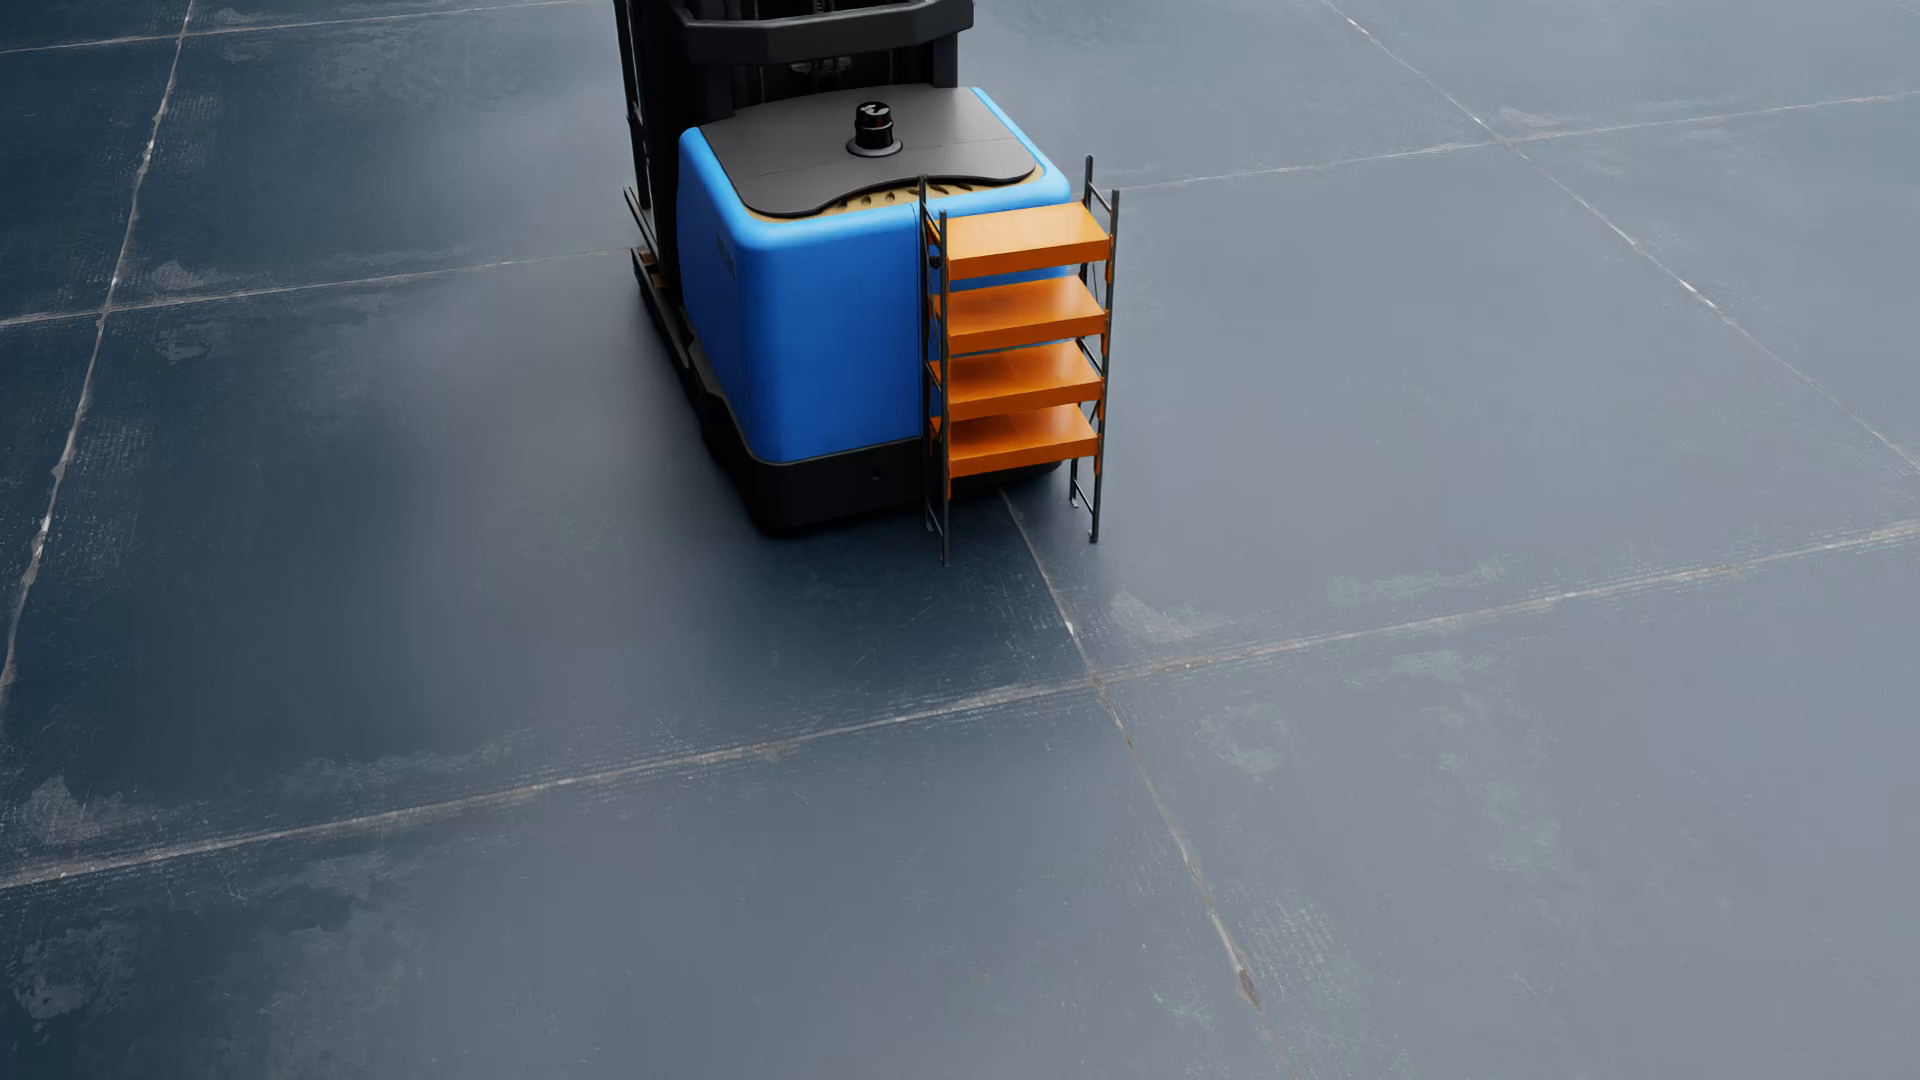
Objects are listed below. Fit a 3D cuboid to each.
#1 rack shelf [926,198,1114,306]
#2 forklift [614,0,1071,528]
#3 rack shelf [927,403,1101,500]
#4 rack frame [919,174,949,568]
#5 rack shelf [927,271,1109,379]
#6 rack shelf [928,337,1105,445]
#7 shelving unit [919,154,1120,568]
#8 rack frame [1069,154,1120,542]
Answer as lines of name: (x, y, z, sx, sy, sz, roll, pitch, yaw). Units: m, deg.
rack shelf: (0.160, -0.815, 4.680, 0.480, 0.148, 0.258, -10, 38, -12)
forklift: (-0.638, -2.098, 5.581, 1.130, 2.935, 3.031, -12, 39, -16)
rack shelf: (0.161, -0.291, 5.080, 0.480, 0.148, 0.258, -10, 38, -12)
rack frame: (-0.074, -0.462, 4.866, 0.015, 1.200, 0.240, -10, 38, -12)
rack shelf: (0.160, -0.627, 4.824, 0.480, 0.148, 0.258, -10, 38, -12)
rack shelf: (0.161, -0.449, 4.959, 0.480, 0.148, 0.258, -10, 38, -12)
shelving unit: (0.161, -0.502, 4.918, 0.503, 1.200, 0.258, -10, 38, -12)
rack frame: (0.395, -0.542, 4.971, 0.015, 1.200, 0.240, -10, 38, -12)
